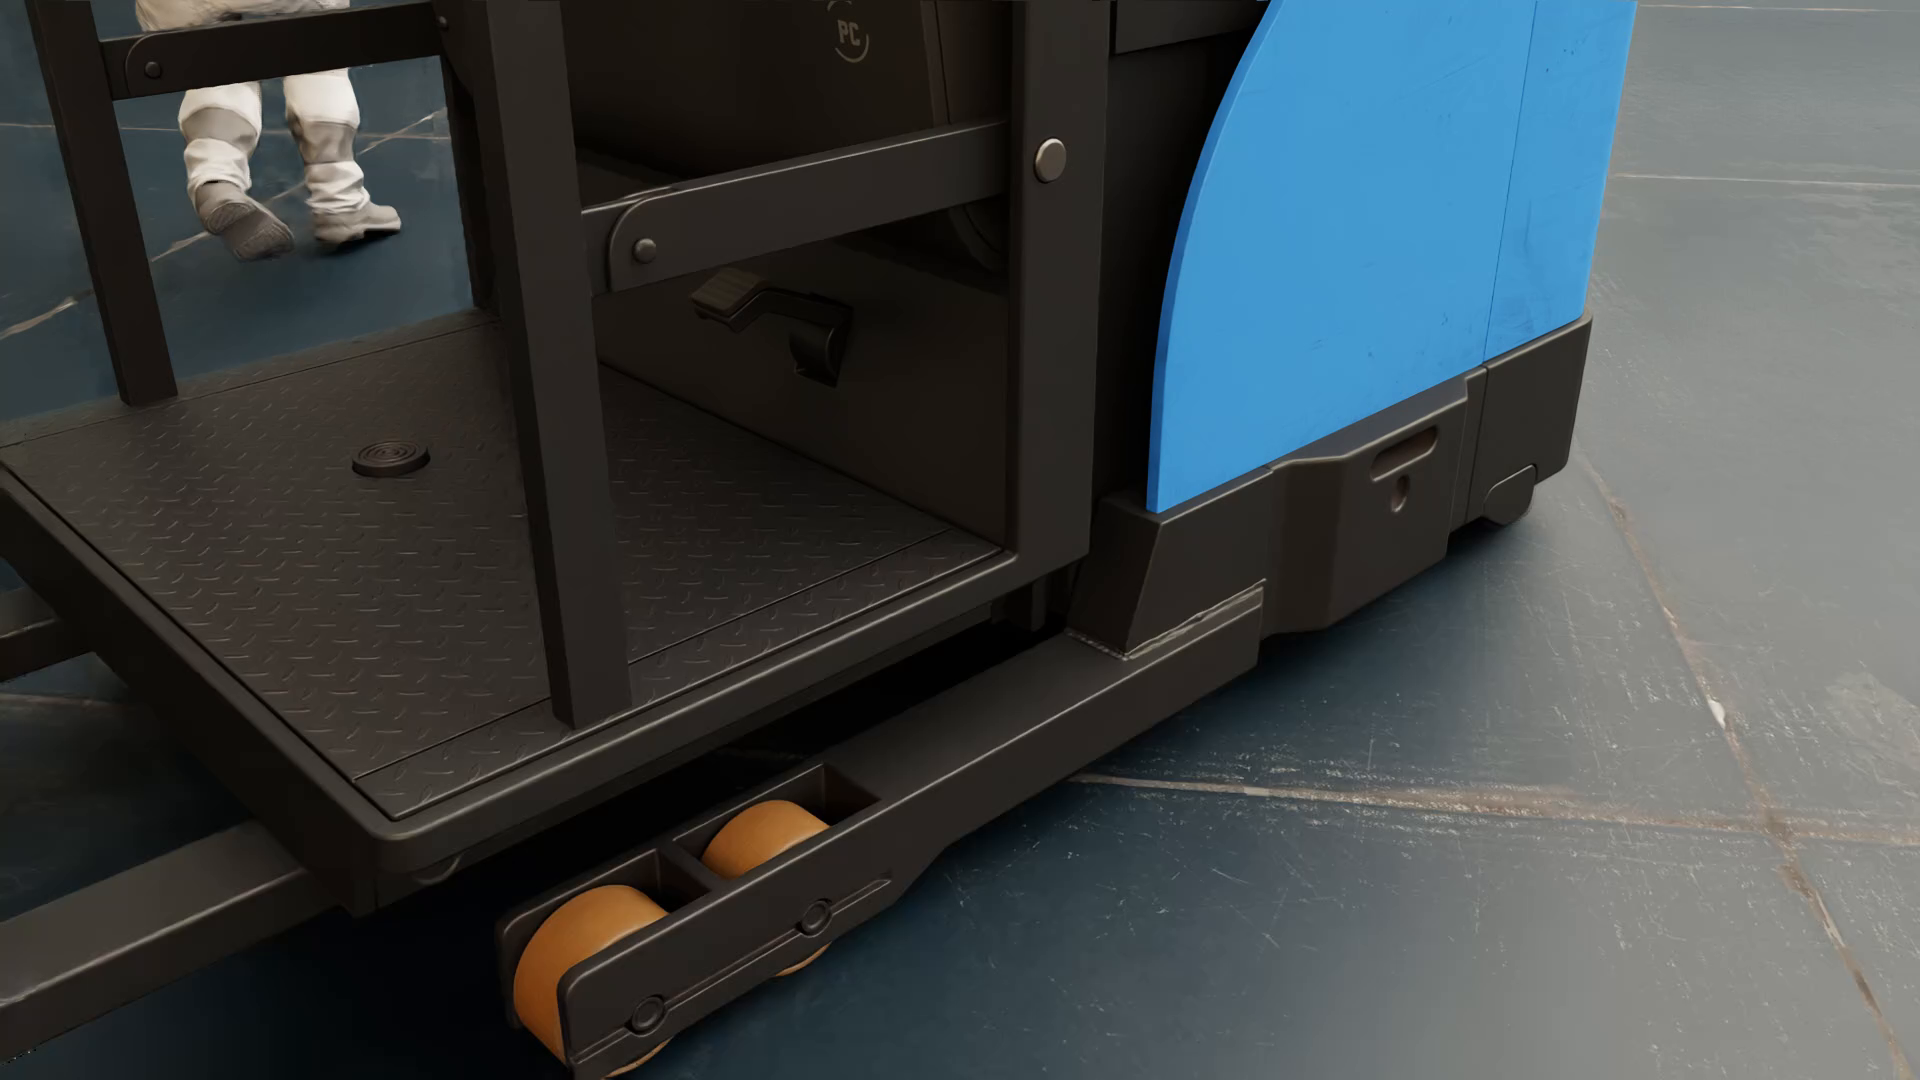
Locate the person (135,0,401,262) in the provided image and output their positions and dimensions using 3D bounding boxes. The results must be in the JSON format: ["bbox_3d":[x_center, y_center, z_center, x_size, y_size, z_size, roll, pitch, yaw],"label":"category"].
[{"bbox_3d":[-1.475,-1.388,3.622,0.788,1.483,1.021,0,27,-1],"label":"person"}]

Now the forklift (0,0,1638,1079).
[{"bbox_3d":[-0.461,-1.085,1.392,3.031,2.935,1.130,-23,35,-38],"label":"forklift"}]
